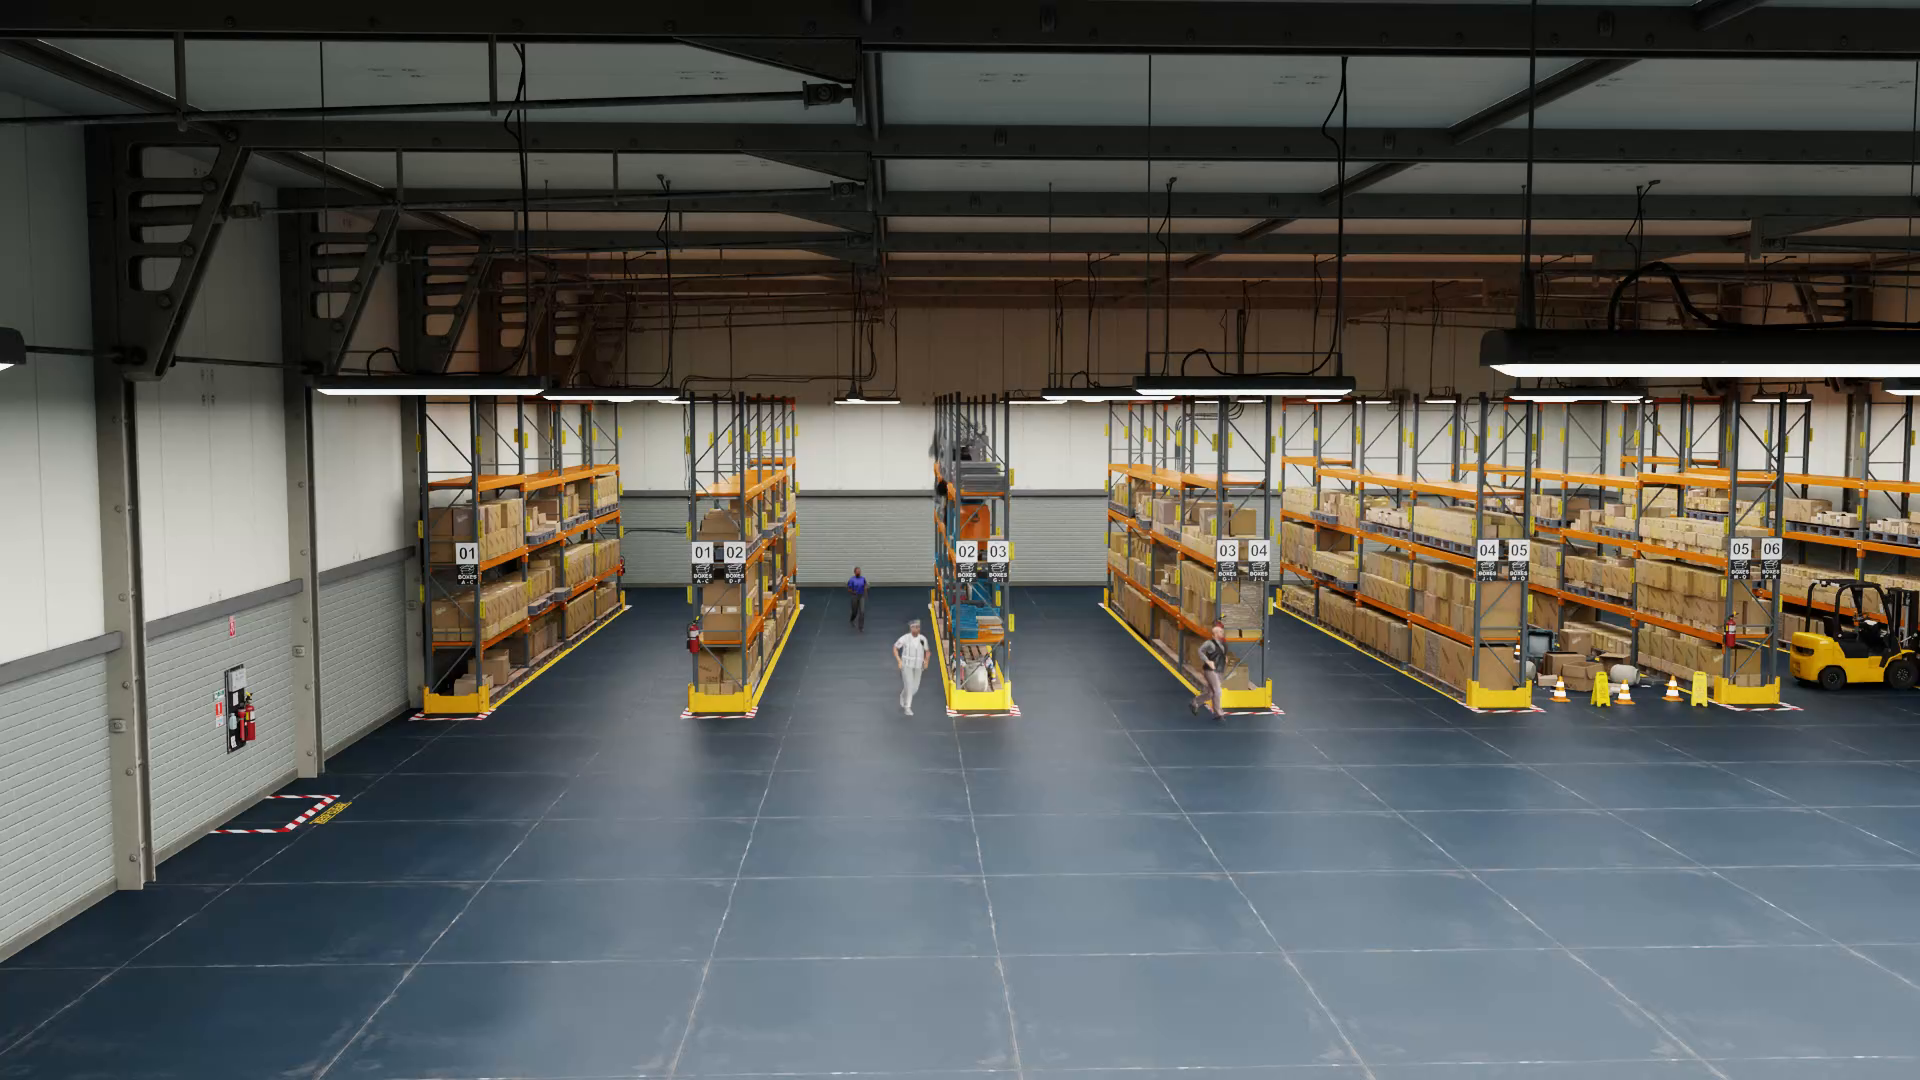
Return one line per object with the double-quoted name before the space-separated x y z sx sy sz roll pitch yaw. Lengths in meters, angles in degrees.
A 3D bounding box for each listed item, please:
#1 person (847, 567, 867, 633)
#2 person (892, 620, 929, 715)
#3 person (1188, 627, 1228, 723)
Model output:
"person" -2.603 1.511 42.324 0.581 1.654 0.892 -2 5 -19
"person" -0.901 2.367 31.241 0.710 1.750 0.665 -2 5 -25
"person" 4.650 2.444 30.510 0.894 1.717 0.684 4 6 41
